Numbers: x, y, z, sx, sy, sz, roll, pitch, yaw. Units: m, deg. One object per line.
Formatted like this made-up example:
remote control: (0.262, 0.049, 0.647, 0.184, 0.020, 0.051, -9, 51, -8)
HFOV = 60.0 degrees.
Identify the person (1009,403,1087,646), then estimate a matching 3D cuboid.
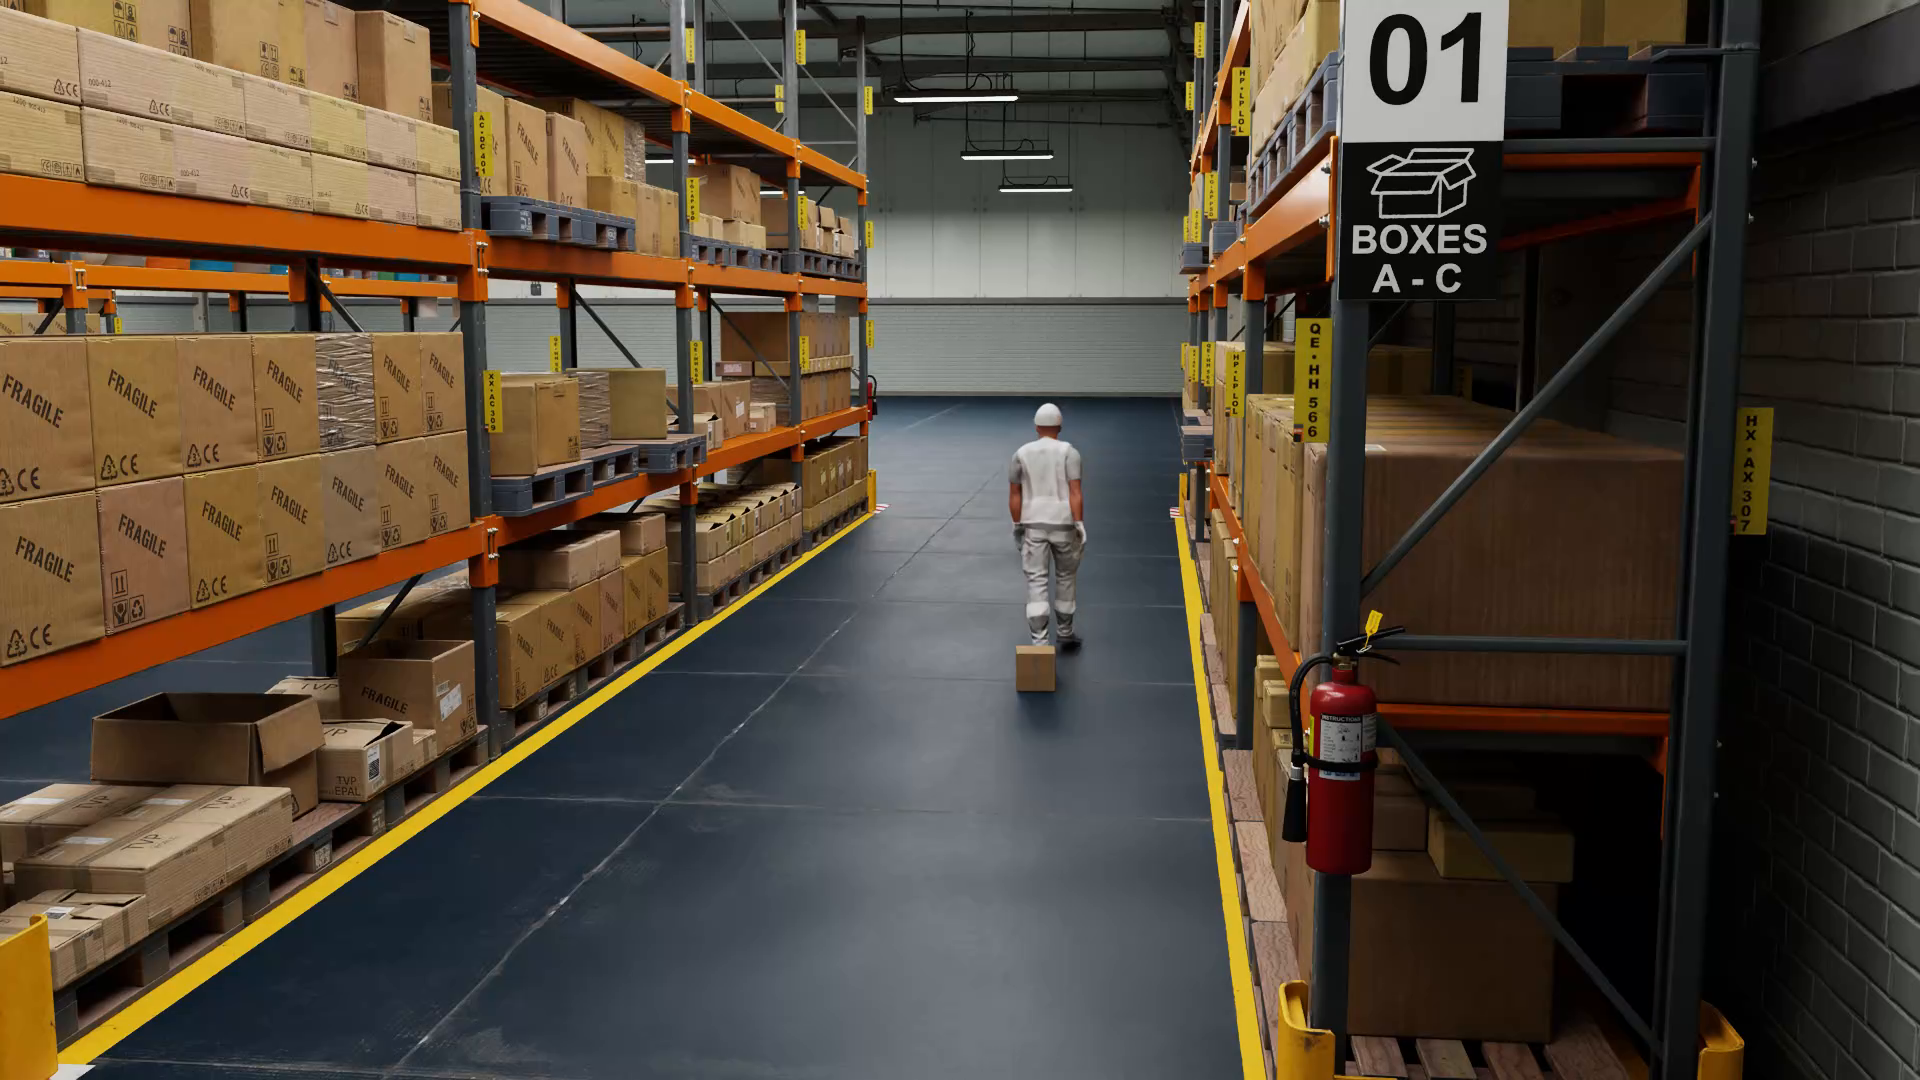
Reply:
person: (0.633, -0.083, 11.833, 0.577, 1.776, 0.825, 1, 8, 10)
